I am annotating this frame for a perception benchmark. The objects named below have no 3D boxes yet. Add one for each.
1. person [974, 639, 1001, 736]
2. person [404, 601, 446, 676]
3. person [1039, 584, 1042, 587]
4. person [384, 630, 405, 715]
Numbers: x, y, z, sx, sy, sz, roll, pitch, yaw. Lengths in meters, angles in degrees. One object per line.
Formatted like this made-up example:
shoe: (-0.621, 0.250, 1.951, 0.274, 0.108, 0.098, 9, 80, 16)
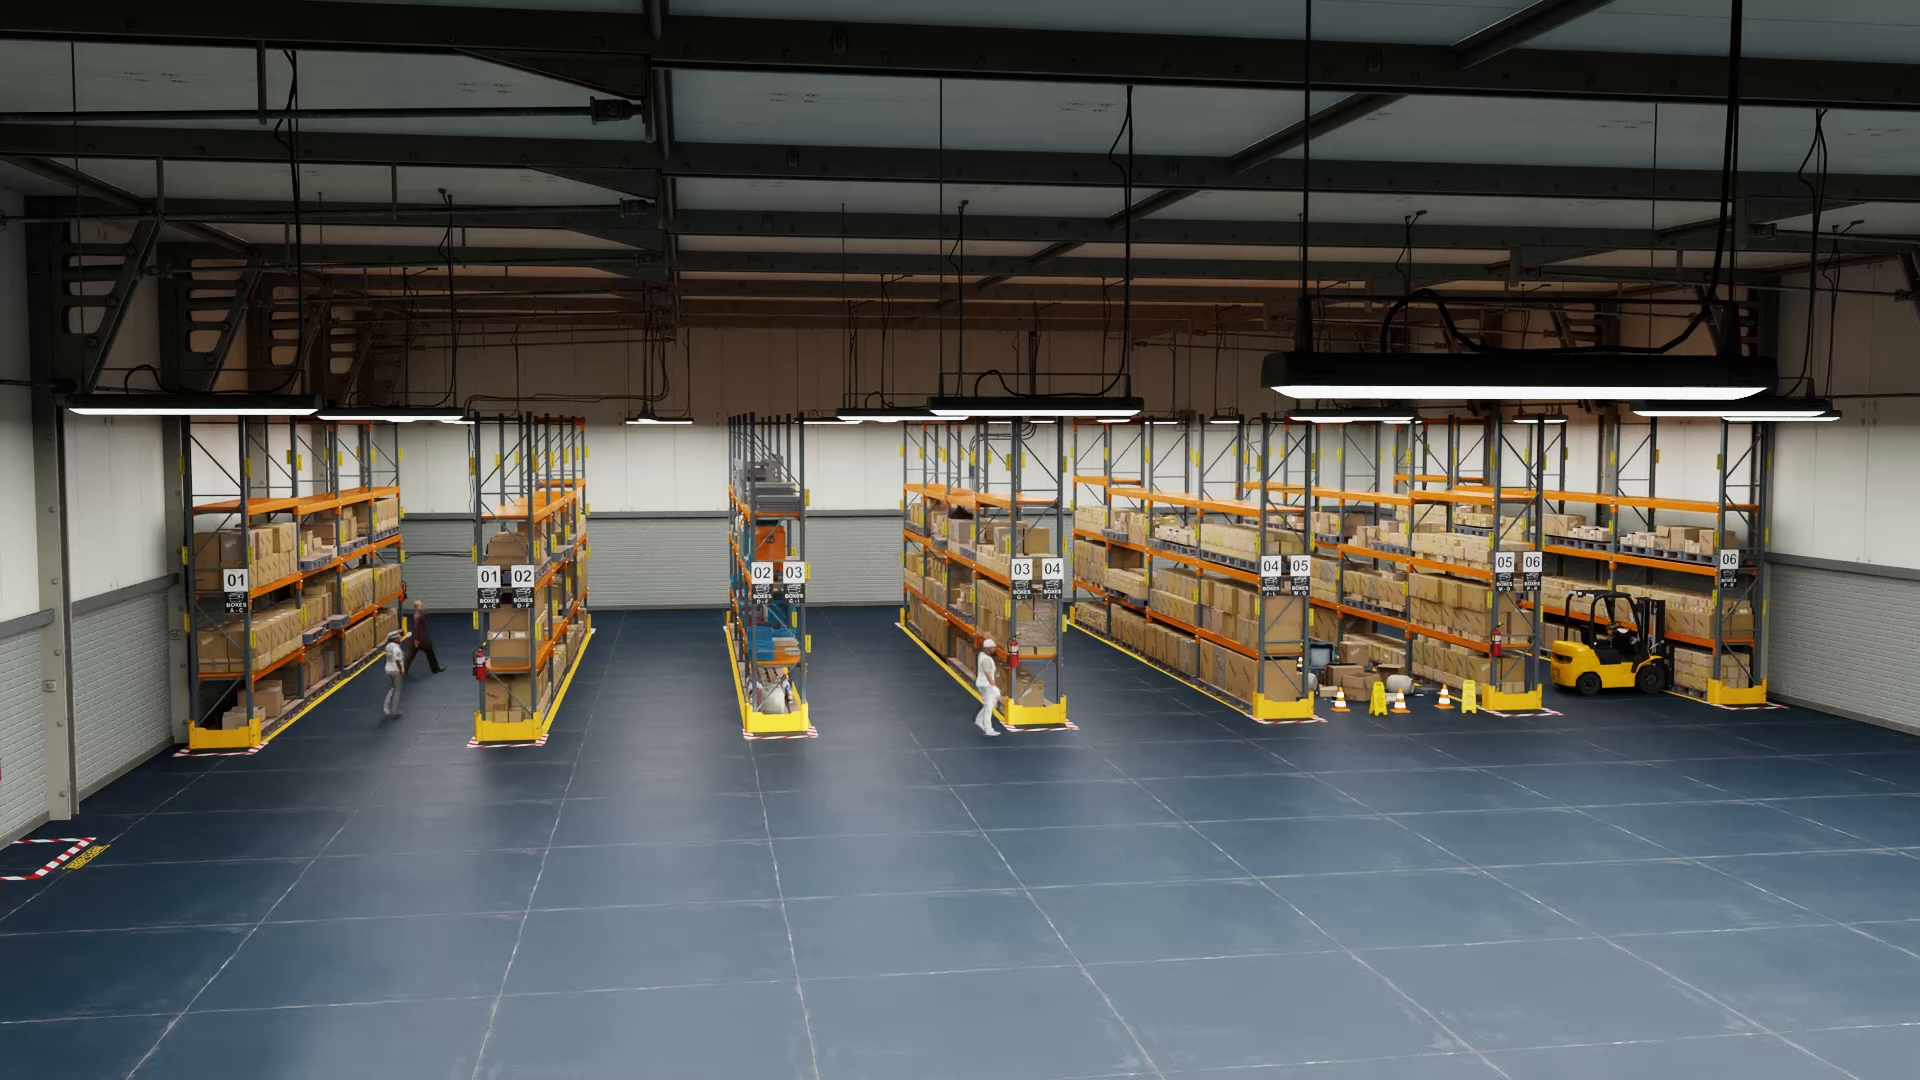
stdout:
person: (0.510, 2.731, 30.979, 0.507, 1.784, 0.763, 0, 4, 0)
person: (-12.401, 2.258, 38.259, 0.533, 1.732, 1.161, 3, 5, 36)
person: (2.695, 1.396, 50.981, 0.619, 1.734, 1.145, 1, 4, 14)
person: (-11.199, 2.625, 32.975, 0.460, 1.690, 0.432, 2, 4, 24)
